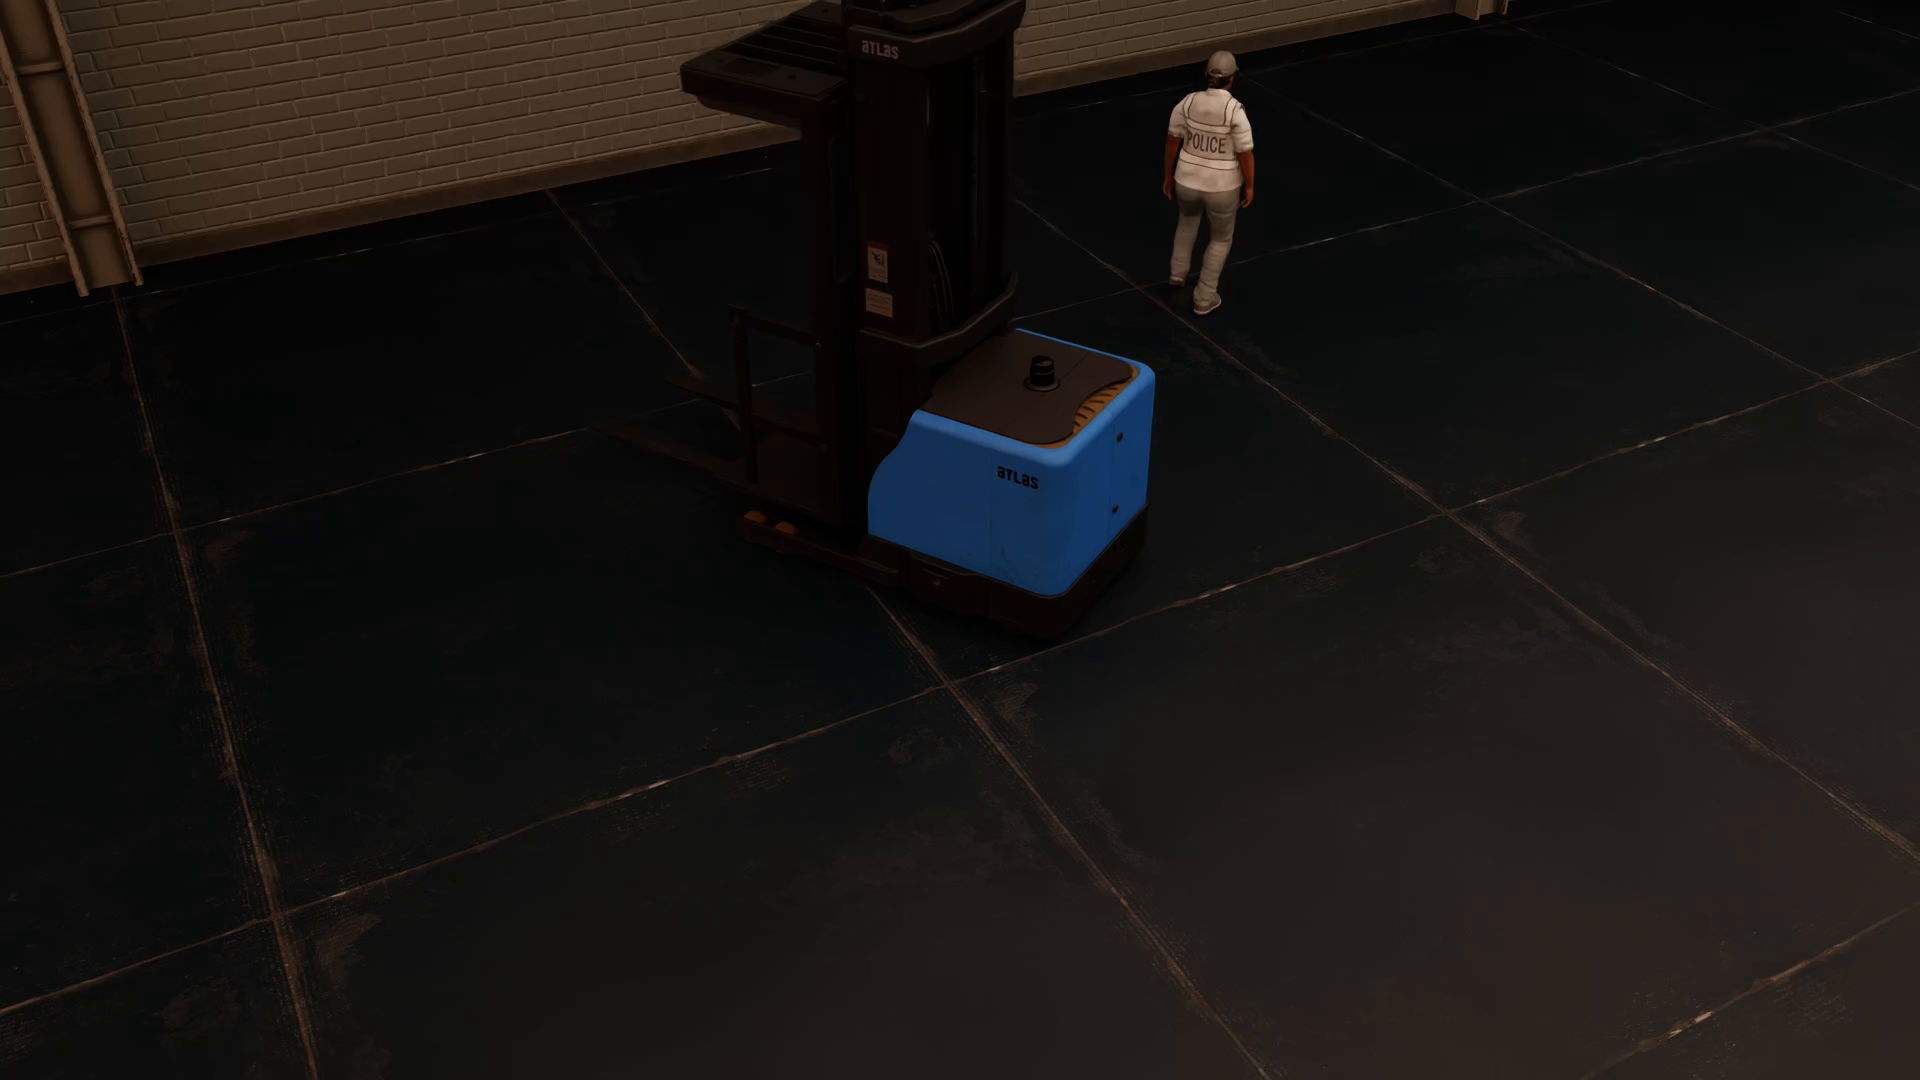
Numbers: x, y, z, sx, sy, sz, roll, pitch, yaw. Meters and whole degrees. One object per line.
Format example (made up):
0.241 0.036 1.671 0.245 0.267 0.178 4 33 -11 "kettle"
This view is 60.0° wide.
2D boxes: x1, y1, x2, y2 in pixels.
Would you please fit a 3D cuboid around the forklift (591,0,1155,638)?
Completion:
-0.573 -1.362 8.050 3.031 2.935 1.130 19 40 25 "forklift"

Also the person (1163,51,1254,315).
1.569 -2.224 10.450 0.589 1.714 0.481 20 40 25 "person"
